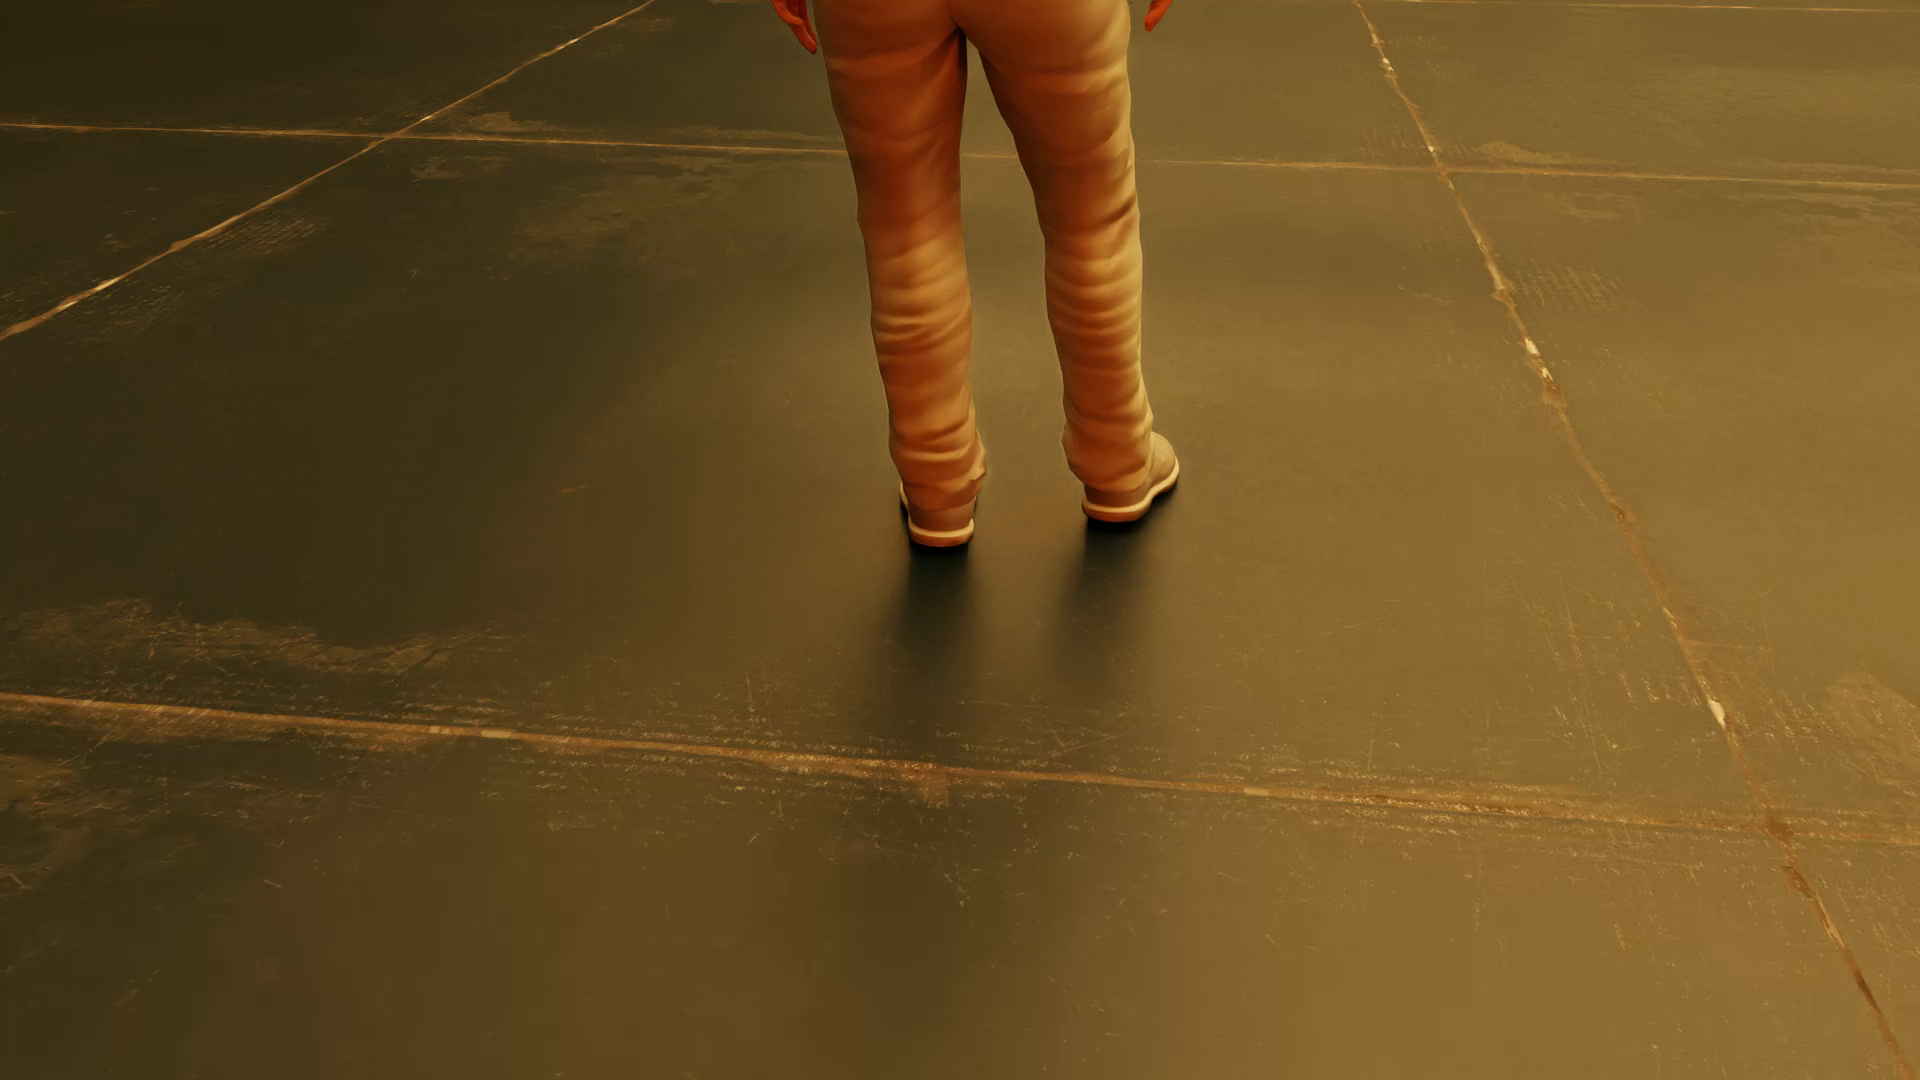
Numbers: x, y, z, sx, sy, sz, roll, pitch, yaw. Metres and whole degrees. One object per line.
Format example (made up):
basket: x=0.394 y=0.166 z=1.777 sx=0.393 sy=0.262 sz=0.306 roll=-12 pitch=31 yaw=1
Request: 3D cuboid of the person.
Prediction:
person: x=0.033 y=-0.786 z=2.190 sx=0.598 sy=1.670 sz=0.529 roll=3 pitch=27 yaw=7
